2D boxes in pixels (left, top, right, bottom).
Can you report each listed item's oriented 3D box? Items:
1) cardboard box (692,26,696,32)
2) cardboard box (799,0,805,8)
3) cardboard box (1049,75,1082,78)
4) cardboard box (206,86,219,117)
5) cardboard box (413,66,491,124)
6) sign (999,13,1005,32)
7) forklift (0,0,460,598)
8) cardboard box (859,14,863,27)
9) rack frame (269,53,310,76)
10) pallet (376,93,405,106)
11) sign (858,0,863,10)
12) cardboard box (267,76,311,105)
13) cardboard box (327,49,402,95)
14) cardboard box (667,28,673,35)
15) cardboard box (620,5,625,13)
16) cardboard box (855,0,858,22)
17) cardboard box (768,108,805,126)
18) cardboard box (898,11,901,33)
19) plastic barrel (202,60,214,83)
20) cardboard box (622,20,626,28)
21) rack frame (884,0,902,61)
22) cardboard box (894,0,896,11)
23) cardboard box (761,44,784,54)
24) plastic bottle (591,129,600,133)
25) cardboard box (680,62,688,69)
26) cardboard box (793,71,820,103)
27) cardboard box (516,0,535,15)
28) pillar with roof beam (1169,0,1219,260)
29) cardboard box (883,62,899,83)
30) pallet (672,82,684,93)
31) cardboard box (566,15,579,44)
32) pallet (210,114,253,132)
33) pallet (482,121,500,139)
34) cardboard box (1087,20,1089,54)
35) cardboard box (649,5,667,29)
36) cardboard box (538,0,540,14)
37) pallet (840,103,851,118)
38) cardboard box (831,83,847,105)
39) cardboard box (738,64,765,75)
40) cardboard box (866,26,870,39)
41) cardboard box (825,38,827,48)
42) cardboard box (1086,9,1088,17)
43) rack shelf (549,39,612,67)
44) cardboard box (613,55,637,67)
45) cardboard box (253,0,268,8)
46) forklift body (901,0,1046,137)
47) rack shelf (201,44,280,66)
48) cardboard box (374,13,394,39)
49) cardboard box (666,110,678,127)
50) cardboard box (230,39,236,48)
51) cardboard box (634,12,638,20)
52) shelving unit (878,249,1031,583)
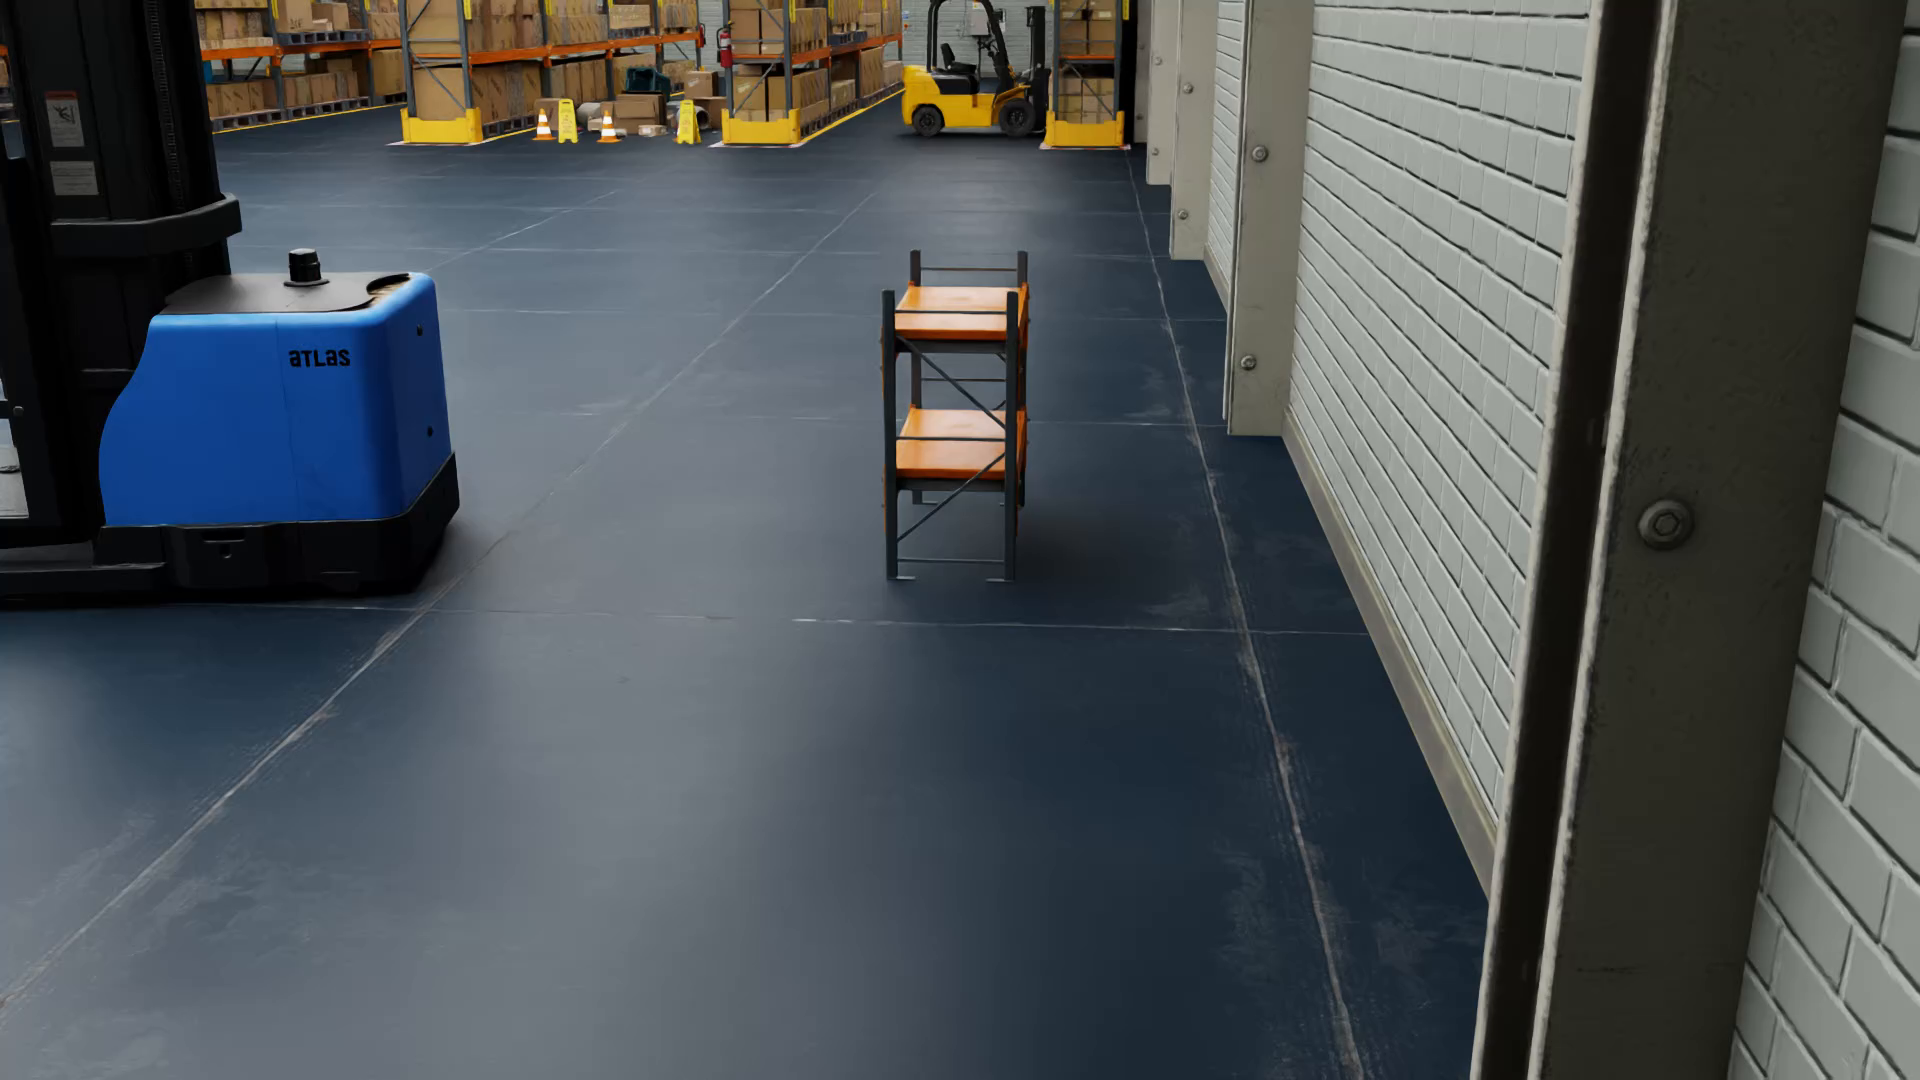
[{"bbox_3d":[-6.596,-12.350,40.201,0.380,0.149,0.250,1,18,4],"label":"cardboard box"},{"bbox_3d":[-3.018,-9.303,28.255,0.700,0.500,0.500,1,18,3],"label":"cardboard box"},{"bbox_3d":[1.647,-7.096,25.898,0.500,0.250,0.500,2,18,5],"label":"cardboard box"},{"bbox_3d":[-12.808,-7.336,27.834,0.500,0.500,0.500,3,18,9],"label":"cardboard box"},{"bbox_3d":[-8.019,-7.010,26.237,0.875,0.875,0.875,1,18,4],"label":"cardboard box"},{"bbox_3d":[1.063,-14.166,45.491,0.329,0.494,0.001,1,18,4],"label":"sign"},{"bbox_3d":[-3.617,-1.296,6.170,3.031,2.935,1.130,-2,18,-5],"label":"forklift"},{"bbox_3d":[-2.201,-10.332,33.075,0.500,0.250,0.500,1,18,4],"label":"cardboard box"},{"bbox_3d":[-16.735,-12.830,41.261,1.000,3.000,0.127,1,18,4],"label":"rack frame"},{"bbox_3d":[-12.237,-9.153,34.517,1.003,0.211,1.213,1,18,4],"label":"pallet"},{"bbox_3d":[-1.942,-10.517,32.470,0.100,0.325,0.005,1,18,4],"label":"sign"},{"bbox_3d":[-12.536,-8.352,30.902,0.700,0.500,0.500,1,18,4],"label":"cardboard box"},{"bbox_3d":[-12.298,-9.639,34.259,1.225,0.875,0.875,0,18,1],"label":"cardboard box"},{"bbox_3d":[-6.775,-11.623,37.982,0.380,0.149,0.250,2,18,5],"label":"cardboard box"},{"bbox_3d":[-7.126,-10.921,34.208,0.380,0.149,0.250,2,18,6],"label":"cardboard box"},{"bbox_3d":[-2.239,-10.255,32.089,0.500,0.500,0.500,1,18,2],"label":"cardboard box"},{"bbox_3d":[-2.724,-6.666,26.192,0.500,0.250,0.500,1,18,3],"label":"cardboard box"},{"bbox_3d":[-1.681,-12.390,39.758,0.500,0.500,0.500,1,18,4],"label":"cardboard box"},{"bbox_3d":[-17.078,-10.622,37.217,0.600,0.901,0.708,1,18,4],"label":"plastic barrel"},{"bbox_3d":[-7.122,-10.641,34.310,0.380,0.149,0.250,2,18,6],"label":"cardboard box"},{"bbox_3d":[-1.910,-12.498,40.248,1.000,3.000,0.127,1,18,4],"label":"rack frame"},{"bbox_3d":[-1.754,-12.549,38.638,0.500,0.500,0.500,1,18,4],"label":"cardboard box"},{"bbox_3d":[-2.826,-7.510,25.430,0.380,0.149,0.250,1,18,4],"label":"cardboard box"},{"bbox_3d":[-6.013,-6.740,27.394,0.133,0.061,0.283,-5,19,-15],"label":"plastic bottle"},{"bbox_3d":[-6.653,-11.211,39.269,0.380,0.149,0.250,2,18,6],"label":"cardboard box"},{"bbox_3d":[-2.615,-7.514,27.575,0.500,0.500,0.500,2,18,7],"label":"cardboard box"},{"bbox_3d":[-7.699,-9.148,28.048,0.875,0.550,0.550,1,18,4],"label":"cardboard box"},{"bbox_3d":[-2.311,-6.835,13.332,9.100,9.000,0.400,1,18,4],"label":"pillar with roof beam"},{"bbox_3d":[-1.915,-10.989,39.082,0.875,0.438,0.875,2,18,5],"label":"cardboard box"},{"bbox_3d":[-7.044,-10.599,38.931,1.003,0.211,1.213,1,18,4],"label":"pallet"},{"bbox_3d":[-7.335,-9.367,30.533,0.500,0.500,0.500,1,18,4],"label":"cardboard box"},{"bbox_3d":[-12.753,-7.078,28.185,1.003,0.211,1.213,1,18,4],"label":"pallet"},{"bbox_3d":[-8.022,-6.533,26.522,1.003,0.211,1.213,1,18,4],"label":"pallet"},{"bbox_3d":[2.222,-7.777,25.679,0.500,0.500,0.500,2,18,6],"label":"cardboard box"},{"bbox_3d":[-6.855,-11.672,37.089,0.500,0.500,0.500,1,18,3],"label":"cardboard box"},{"bbox_3d":[-7.685,-9.527,29.416,0.700,0.500,0.500,1,18,3],"label":"cardboard box"},{"bbox_3d":[-2.631,-8.068,31.206,1.003,0.211,1.213,1,18,4],"label":"pallet"},{"bbox_3d":[-2.639,-8.324,31.056,0.950,0.372,0.625,2,18,6],"label":"cardboard box"},{"bbox_3d":[-3.301,-7.457,26.358,0.380,0.149,0.250,2,18,6],"label":"cardboard box"},{"bbox_3d":[-2.135,-10.411,34.121,0.500,0.250,0.500,2,18,6],"label":"cardboard box"},{"bbox_3d":[-2.489,-8.545,28.588,0.380,0.149,0.250,1,18,3],"label":"cardboard box"},{"bbox_3d":[2.054,-9.284,29.236,0.380,0.149,0.250,1,18,4],"label":"cardboard box"},{"bbox_3d":[-7.572,-9.130,31.124,1.077,0.370,4.000,1,18,4],"label":"rack shelf"},{"bbox_3d":[-7.053,-9.980,34.700,0.500,0.250,0.500,1,18,4],"label":"cardboard box"},{"bbox_3d":[-12.413,-9.511,28.887,0.500,0.500,0.500,1,18,4],"label":"cardboard box"},{"bbox_3d":[0.210,-7.646,26.802,2.313,2.155,1.214,1,18,4],"label":"forklift body"},{"bbox_3d":[-12.798,-8.029,27.766,1.077,0.370,4.000,1,18,4],"label":"rack shelf"},{"bbox_3d":[-12.027,-10.587,34.256,0.500,0.500,0.500,1,18,2],"label":"cardboard box"},{"bbox_3d":[-4.970,-7.267,28.674,0.258,0.266,0.396,-13,22,-34],"label":"cardboard box"},{"bbox_3d":[-12.516,-8.413,28.183,0.380,0.149,0.250,1,18,4],"label":"cardboard box"},{"bbox_3d":[-7.047,-11.104,35.245,0.380,0.149,0.250,0,18,1],"label":"cardboard box"},{"bbox_3d":[0.000,-0.537,6.754,0.538,1.125,1.048,1,18,4],"label":"shelving unit"}]
